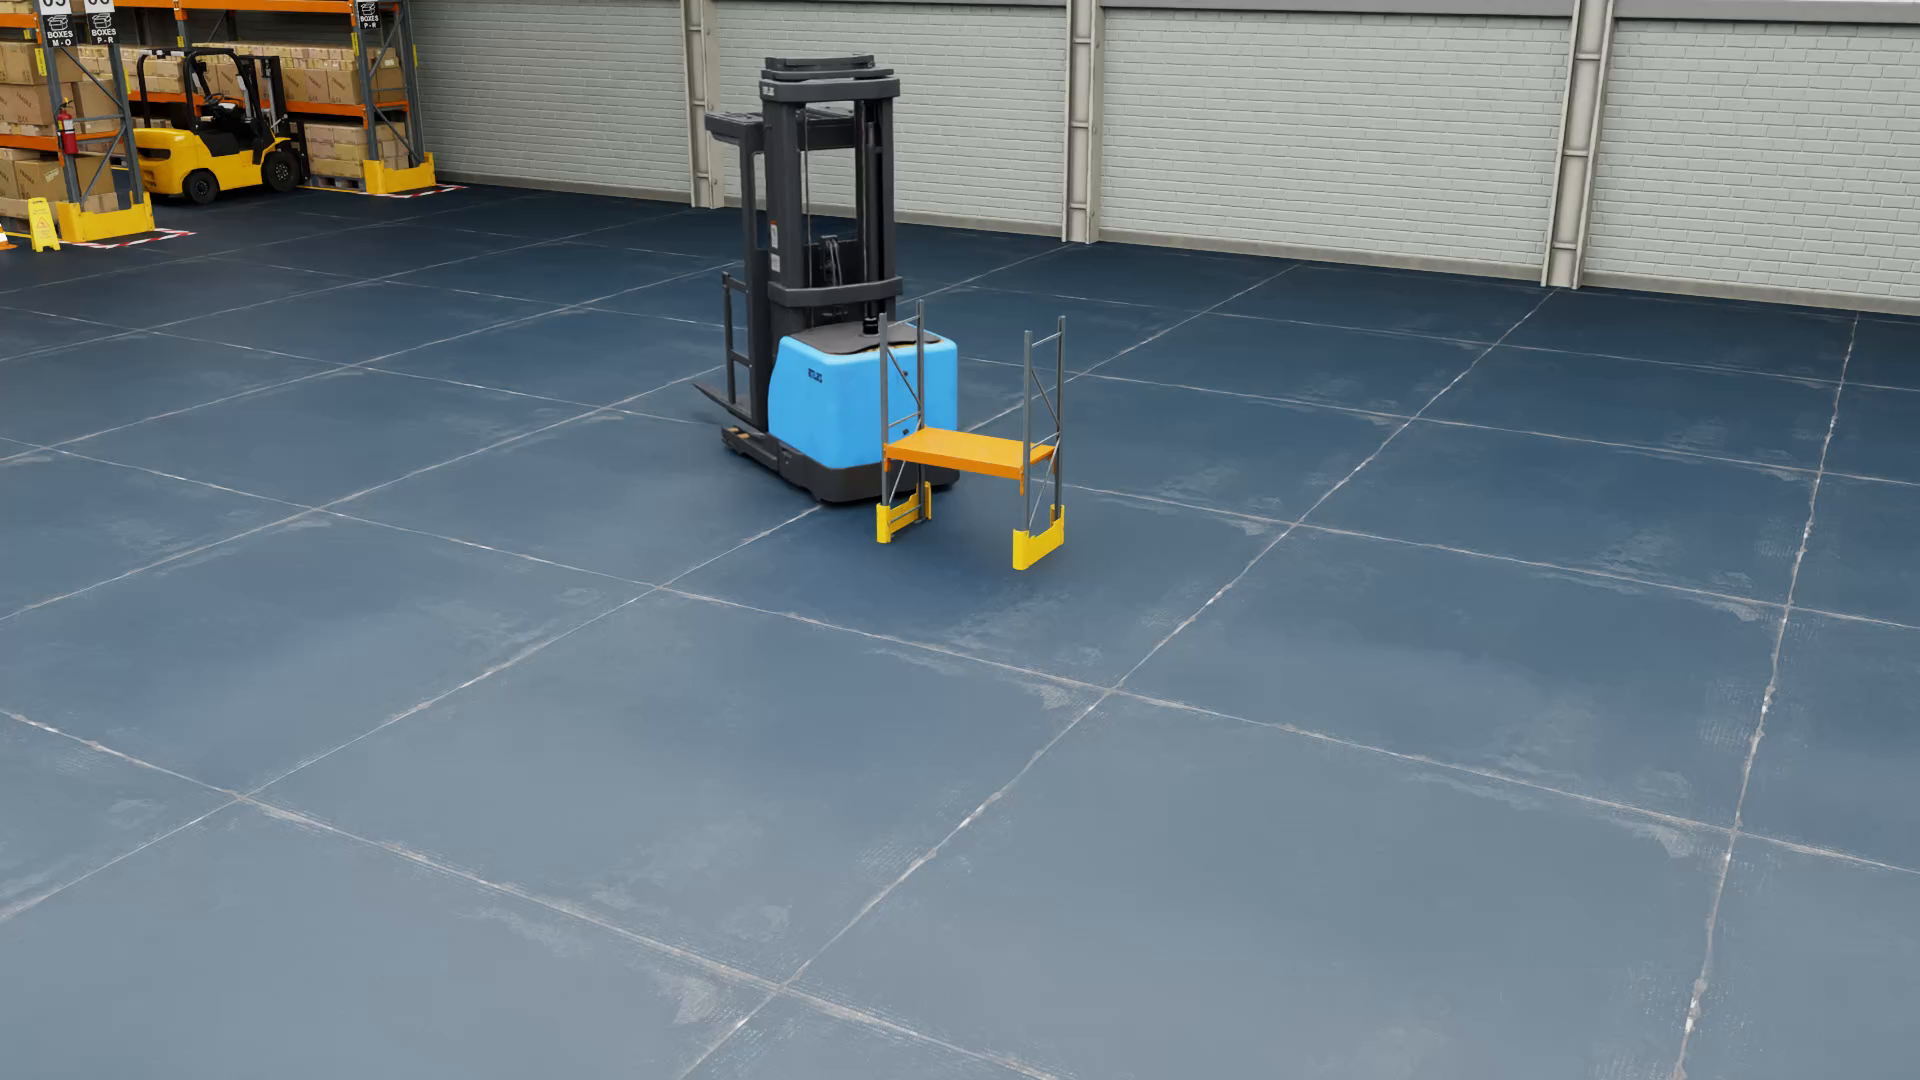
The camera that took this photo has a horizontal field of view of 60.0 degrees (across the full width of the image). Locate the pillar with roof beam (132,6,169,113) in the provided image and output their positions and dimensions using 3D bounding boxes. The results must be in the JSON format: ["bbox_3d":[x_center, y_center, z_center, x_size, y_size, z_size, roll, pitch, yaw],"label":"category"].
[{"bbox_3d":[-16.252,-9.822,24.746,0.400,9.000,9.100,11,23,27],"label":"pillar with roof beam"}]

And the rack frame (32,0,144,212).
[{"bbox_3d":[-11.163,-5.423,21.417,0.127,3.000,1.000,11,23,27],"label":"rack frame"}]

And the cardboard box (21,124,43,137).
[{"bbox_3d":[-11.869,-5.313,21.481,0.250,0.149,0.380,10,22,27],"label":"cardboard box"}]

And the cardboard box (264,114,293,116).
[{"bbox_3d":[-11.264,-6.838,27.266,0.500,0.250,0.500,10,22,27],"label":"cardboard box"}]

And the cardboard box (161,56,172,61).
[{"bbox_3d":[-12.879,-7.947,27.276,0.250,0.149,0.380,10,22,27],"label":"cardboard box"}]

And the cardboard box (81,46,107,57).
[{"bbox_3d":[-14.657,-8.291,28.226,0.250,0.149,0.380,11,23,28],"label":"cardboard box"}]

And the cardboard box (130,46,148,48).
[{"bbox_3d":[-13.998,-8.340,28.361,0.250,0.149,0.380,12,23,29],"label":"cardboard box"}]

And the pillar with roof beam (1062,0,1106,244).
[{"bbox_3d":[-0.537,-6.829,16.494,0.400,9.000,9.100,11,23,27],"label":"pillar with roof beam"}]

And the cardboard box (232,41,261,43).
[{"bbox_3d":[-11.613,-8.041,27.100,0.250,0.149,0.380,10,22,26],"label":"cardboard box"}]

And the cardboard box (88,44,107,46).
[{"bbox_3d":[-14.868,-8.519,28.852,0.250,0.149,0.380,11,23,27],"label":"cardboard box"}]

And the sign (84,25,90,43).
[{"bbox_3d":[-15.462,-8.942,29.419,0.005,0.325,0.100,11,23,27],"label":"sign"}]

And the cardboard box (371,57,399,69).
[{"bbox_3d":[-8.916,-7.387,25.733,0.250,0.149,0.380,10,22,26],"label":"cardboard box"}]

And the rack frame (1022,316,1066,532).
[{"bbox_3d":[0.518,-0.606,10.337,0.032,1.500,0.500,11,23,27],"label":"rack frame"}]

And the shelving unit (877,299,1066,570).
[{"bbox_3d":[0.067,-0.692,10.574,1.083,1.500,0.587,11,23,27],"label":"shelving unit"}]

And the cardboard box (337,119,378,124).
[{"bbox_3d":[-9.511,-6.495,26.321,0.500,0.250,0.500,11,23,27],"label":"cardboard box"}]

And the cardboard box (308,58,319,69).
[{"bbox_3d":[-9.830,-7.367,25.678,0.250,0.149,0.380,11,22,27],"label":"cardboard box"}]

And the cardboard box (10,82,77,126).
[{"bbox_3d":[-11.772,-5.618,21.372,0.500,0.500,0.500,10,22,26],"label":"cardboard box"}]

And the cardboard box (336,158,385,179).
[{"bbox_3d":[-9.310,-5.790,25.846,0.500,0.250,0.500,11,23,28],"label":"cardboard box"}]

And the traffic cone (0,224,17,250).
[{"bbox_3d":[-12.168,-3.918,20.988,0.334,0.463,0.336,11,23,27],"label":"traffic cone"}]

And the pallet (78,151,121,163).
[{"bbox_3d":[-15.030,-6.773,29.226,1.213,0.211,1.003,11,23,27],"label":"pallet"}]

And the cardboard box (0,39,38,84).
[{"bbox_3d":[-12.154,-6.186,21.472,0.500,0.500,0.700,11,23,28],"label":"cardboard box"}]

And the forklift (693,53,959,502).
[{"bbox_3d":[-1.176,-2.090,12.329,1.130,2.935,3.031,-11,23,-28],"label":"forklift"}]

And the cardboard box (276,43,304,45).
[{"bbox_3d":[-10.710,-7.873,26.636,0.250,0.149,0.380,11,22,27],"label":"cardboard box"}]

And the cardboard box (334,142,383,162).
[{"bbox_3d":[-9.323,-6.029,25.771,0.500,0.250,0.500,10,22,27],"label":"cardboard box"}]

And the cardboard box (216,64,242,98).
[{"bbox_3d":[-11.515,-7.380,26.666,0.500,0.500,0.500,11,23,28],"label":"cardboard box"}]

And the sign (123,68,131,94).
[{"bbox_3d":[-10.899,-5.992,21.715,0.005,0.325,0.100,11,23,27],"label":"sign"}]

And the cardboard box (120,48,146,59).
[{"bbox_3d":[-13.774,-8.113,27.734,0.250,0.149,0.380,11,23,28],"label":"cardboard box"}]

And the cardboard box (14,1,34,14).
[{"bbox_3d":[-11.611,-6.691,20.882,0.250,0.149,0.380,11,23,28],"label":"cardboard box"}]

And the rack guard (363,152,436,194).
[{"bbox_3d":[-8.725,-5.722,25.907,0.348,0.500,1.175,11,23,27],"label":"rack guard"}]

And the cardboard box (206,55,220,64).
[{"bbox_3d":[-11.861,-7.745,26.719,0.250,0.149,0.380,11,23,29],"label":"cardboard box"}]

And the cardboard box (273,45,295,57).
[{"bbox_3d":[-10.503,-7.643,26.003,0.250,0.149,0.380,11,23,28],"label":"cardboard box"}]

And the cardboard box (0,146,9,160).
[{"bbox_3d":[-12.561,-5.125,21.960,0.250,0.149,0.380,11,23,28],"label":"cardboard box"}]

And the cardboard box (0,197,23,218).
[{"bbox_3d":[-12.449,-4.471,22.208,0.500,0.250,0.500,11,23,27],"label":"cardboard box"}]

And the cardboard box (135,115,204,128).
[{"bbox_3d":[-13.373,-6.863,28.251,0.625,0.625,0.875,11,22,27],"label":"cardboard box"}]

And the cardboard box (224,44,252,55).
[{"bbox_3d":[-11.430,-7.787,26.400,0.250,0.149,0.380,11,23,28],"label":"cardboard box"}]

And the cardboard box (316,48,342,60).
[{"bbox_3d":[-9.634,-7.457,25.490,0.250,0.149,0.380,11,23,28],"label":"cardboard box"}]

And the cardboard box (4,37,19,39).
[{"bbox_3d":[-17.245,-8.694,29.667,0.637,0.503,0.797,10,22,26],"label":"cardboard box"}]

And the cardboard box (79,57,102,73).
[{"bbox_3d":[-14.577,-8.074,28.211,0.500,0.250,0.500,10,22,26],"label":"cardboard box"}]

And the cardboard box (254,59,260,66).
[{"bbox_3d":[-10.985,-7.566,26.226,0.250,0.149,0.380,10,22,26],"label":"cardboard box"}]

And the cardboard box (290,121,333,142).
[{"bbox_3d":[-10.194,-6.424,26.127,0.500,0.250,0.500,11,23,28],"label":"cardboard box"}]

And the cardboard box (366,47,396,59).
[{"bbox_3d":[-8.935,-7.513,25.643,0.250,0.149,0.380,10,22,26],"label":"cardboard box"}]

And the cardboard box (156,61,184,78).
[{"bbox_3d":[-12.791,-7.737,27.282,0.500,0.250,0.500,10,22,26],"label":"cardboard box"}]

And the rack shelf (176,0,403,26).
[{"bbox_3d":[-10.492,-8.306,26.020,4.000,0.370,1.077,11,23,27],"label":"rack shelf"}]

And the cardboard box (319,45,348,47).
[{"bbox_3d":[-9.835,-7.688,26.126,0.250,0.149,0.380,12,23,29],"label":"cardboard box"}]

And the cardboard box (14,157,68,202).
[{"bbox_3d":[-11.990,-4.736,21.840,0.500,0.500,0.500,11,23,28],"label":"cardboard box"}]

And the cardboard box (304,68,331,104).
[{"bbox_3d":[-9.752,-7.041,25.731,0.500,0.500,0.500,12,23,29],"label":"cardboard box"}]

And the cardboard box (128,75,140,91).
[{"bbox_3d":[-13.666,-7.676,27.847,0.500,0.250,0.500,11,23,28],"label":"cardboard box"}]
